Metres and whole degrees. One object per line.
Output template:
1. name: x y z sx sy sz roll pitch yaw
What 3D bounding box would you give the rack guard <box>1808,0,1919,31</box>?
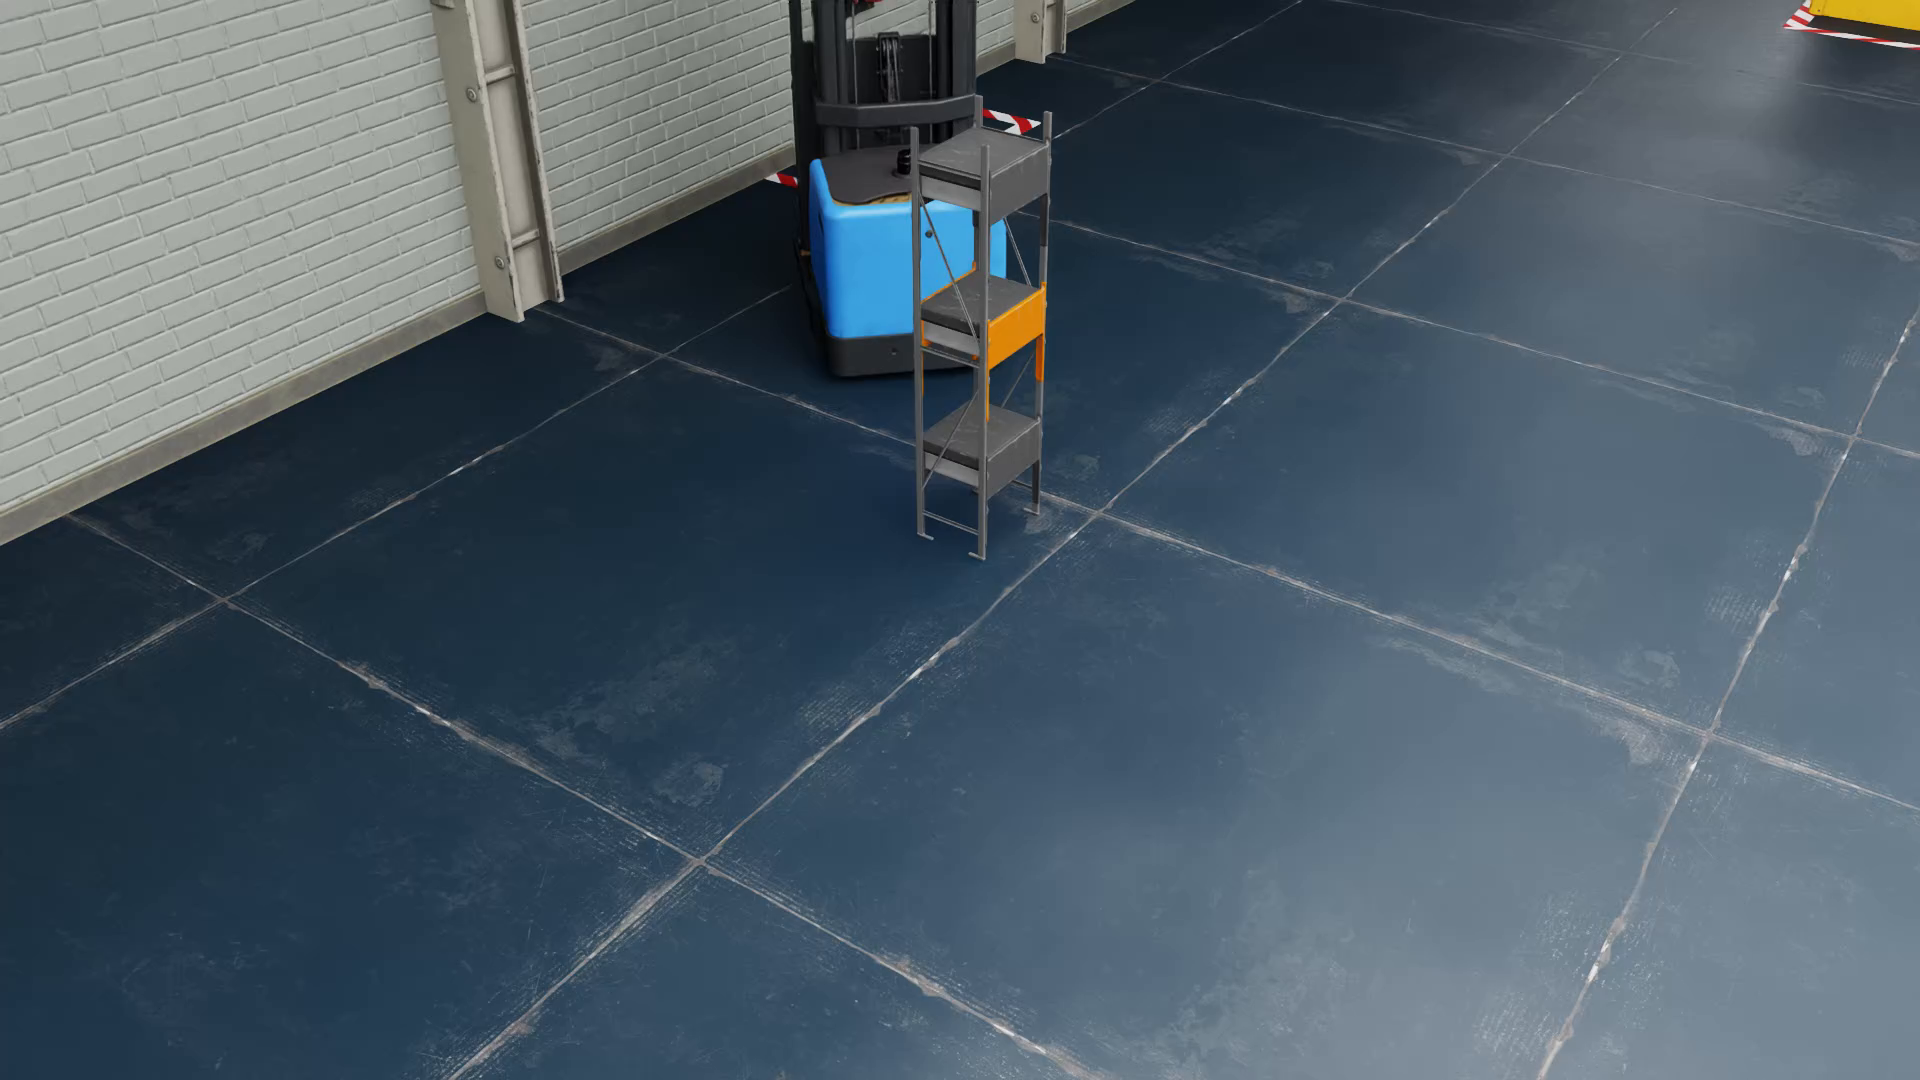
1. rack guard: 8.481 -5.015 15.220 1.175 0.500 0.348 21 39 28

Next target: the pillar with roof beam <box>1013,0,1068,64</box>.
1. pillar with roof beam: 4.228 -6.590 9.961 9.100 9.000 0.400 21 39 28

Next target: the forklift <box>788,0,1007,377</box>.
1. forklift: -0.491 -2.965 10.018 1.130 2.935 3.031 -6 34 -8

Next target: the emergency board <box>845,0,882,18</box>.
1. emergency board: -0.750 -4.355 12.012 0.194 1.169 0.643 21 39 28

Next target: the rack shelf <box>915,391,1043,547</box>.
1. rack shelf: 0.094 -0.355 8.174 0.431 0.518 0.480 21 39 28

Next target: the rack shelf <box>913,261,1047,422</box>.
1. rack shelf: 0.094 -0.935 7.782 0.431 0.518 0.480 21 39 28

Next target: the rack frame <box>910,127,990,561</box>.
1. rack frame: -0.045 -0.834 7.608 0.400 2.100 0.015 21 39 28

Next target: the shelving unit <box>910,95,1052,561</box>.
1. shelving unit: 0.094 -0.946 7.774 0.431 2.100 0.503 21 39 28

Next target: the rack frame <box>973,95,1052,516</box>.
1. rack frame: 0.234 -1.058 7.940 0.400 2.100 0.015 21 39 28

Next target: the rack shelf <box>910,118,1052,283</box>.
1. rack shelf: 0.094 -1.515 7.390 0.431 0.518 0.480 21 39 28

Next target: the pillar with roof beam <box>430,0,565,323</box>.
1. pillar with roof beam: 0.806 -3.829 5.878 9.100 9.000 0.400 21 39 28
